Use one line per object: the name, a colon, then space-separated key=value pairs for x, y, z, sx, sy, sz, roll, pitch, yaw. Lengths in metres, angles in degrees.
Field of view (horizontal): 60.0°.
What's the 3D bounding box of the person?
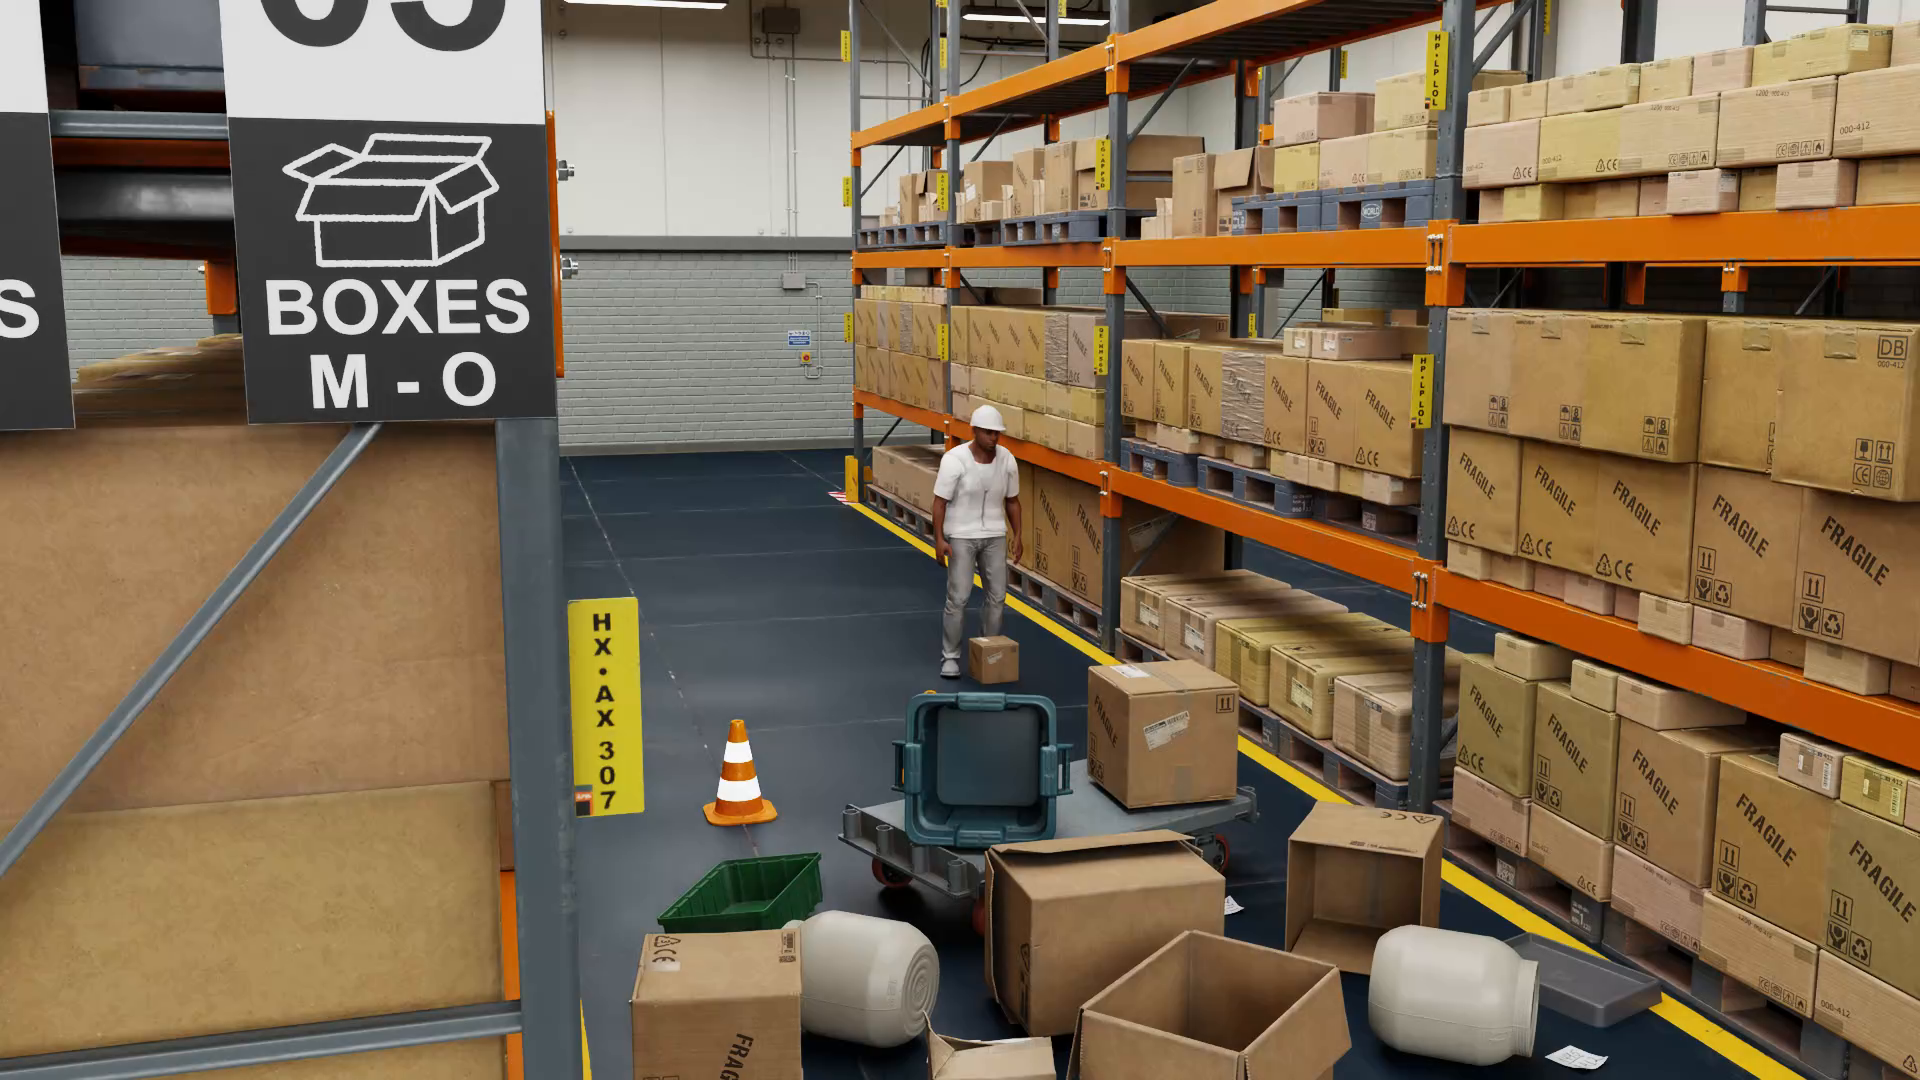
person: x=0.125 y=-0.002 z=10.838 sx=0.634 sy=1.758 sz=0.461 roll=-4 pitch=10 yaw=-22
